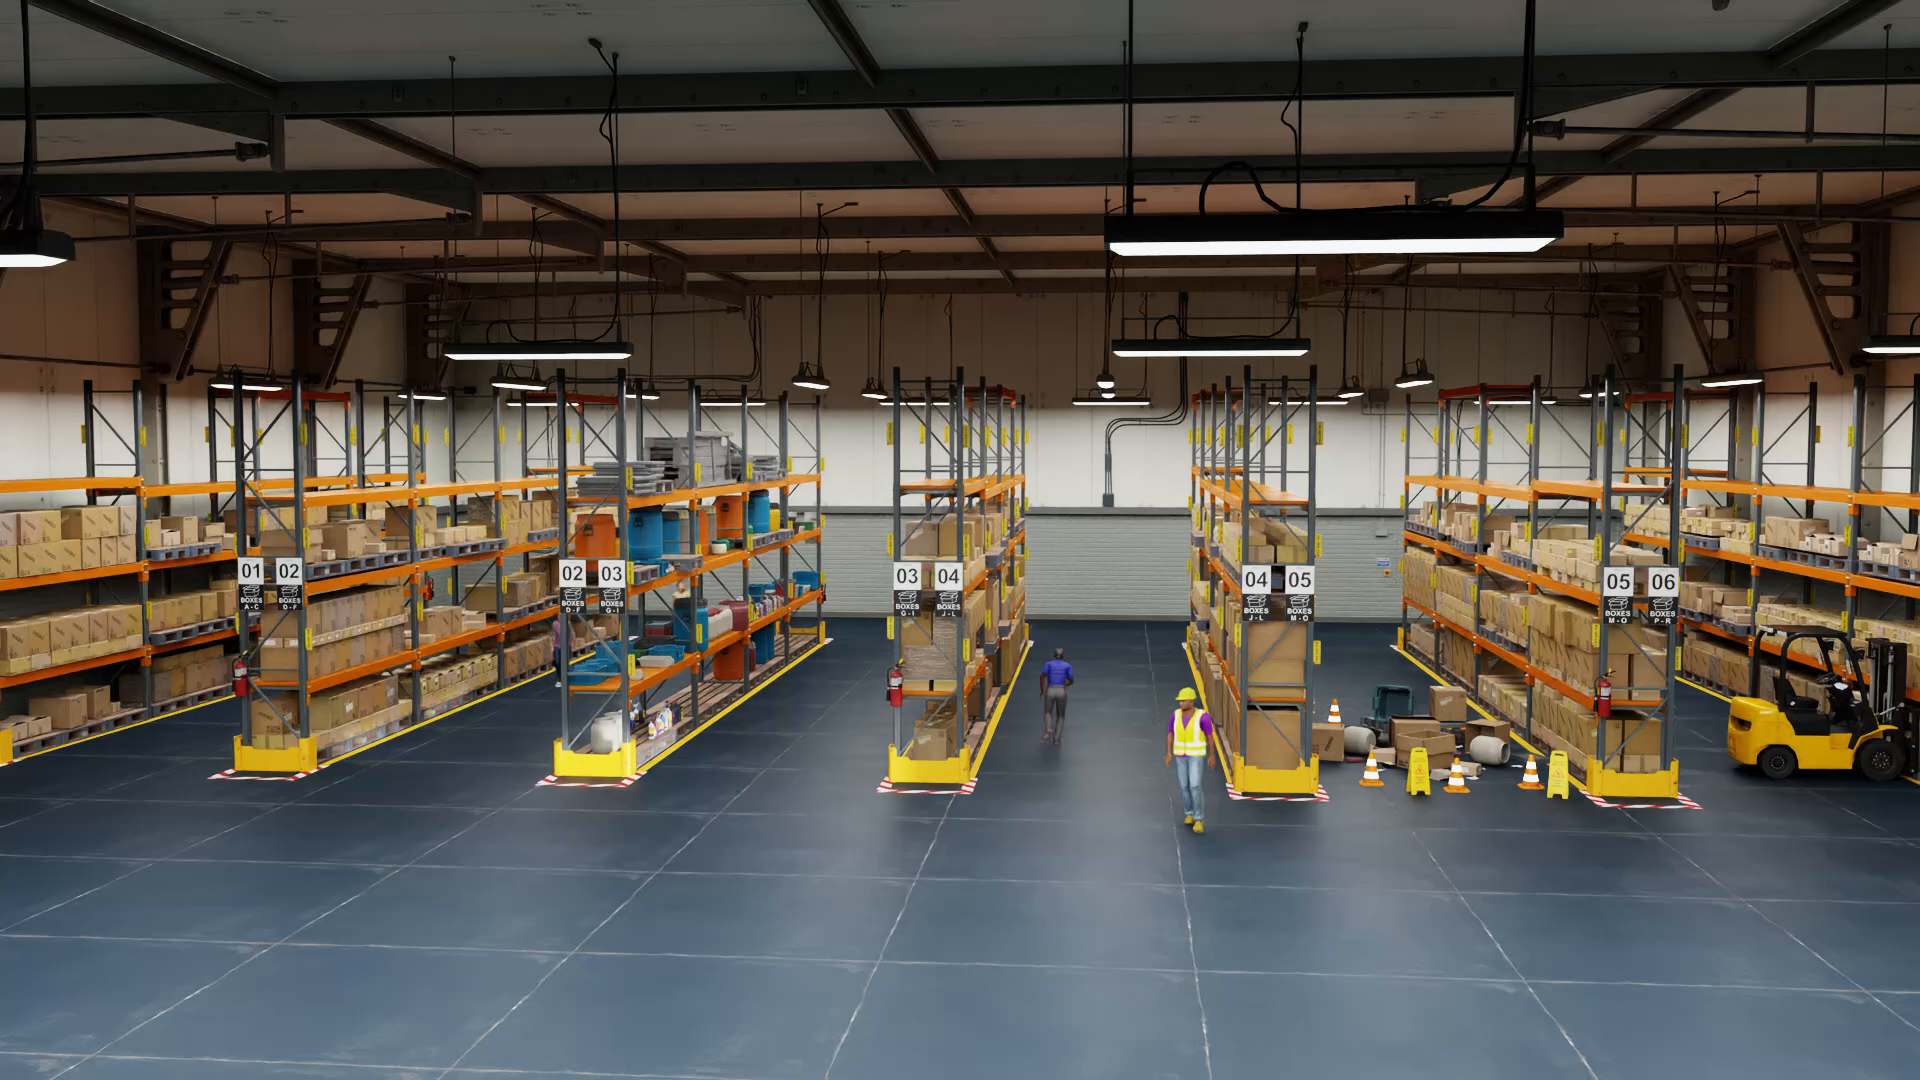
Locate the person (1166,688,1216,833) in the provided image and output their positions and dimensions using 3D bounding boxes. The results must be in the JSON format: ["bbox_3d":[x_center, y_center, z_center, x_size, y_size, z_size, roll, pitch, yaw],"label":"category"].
[{"bbox_3d":[2.915,2.794,21.334,0.655,1.762,0.668,2,4,32],"label":"person"}]

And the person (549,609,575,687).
[{"bbox_3d":[-7.985,2.151,33.392,0.506,1.582,0.500,0,4,-6],"label":"person"}]

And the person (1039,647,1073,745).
[{"bbox_3d":[1.576,2.540,27.275,0.551,1.552,0.731,1,4,8],"label":"person"}]

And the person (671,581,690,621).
[{"bbox_3d":[-6.546,1.753,38.926,0.512,1.596,1.068,0,4,0],"label":"person"}]
